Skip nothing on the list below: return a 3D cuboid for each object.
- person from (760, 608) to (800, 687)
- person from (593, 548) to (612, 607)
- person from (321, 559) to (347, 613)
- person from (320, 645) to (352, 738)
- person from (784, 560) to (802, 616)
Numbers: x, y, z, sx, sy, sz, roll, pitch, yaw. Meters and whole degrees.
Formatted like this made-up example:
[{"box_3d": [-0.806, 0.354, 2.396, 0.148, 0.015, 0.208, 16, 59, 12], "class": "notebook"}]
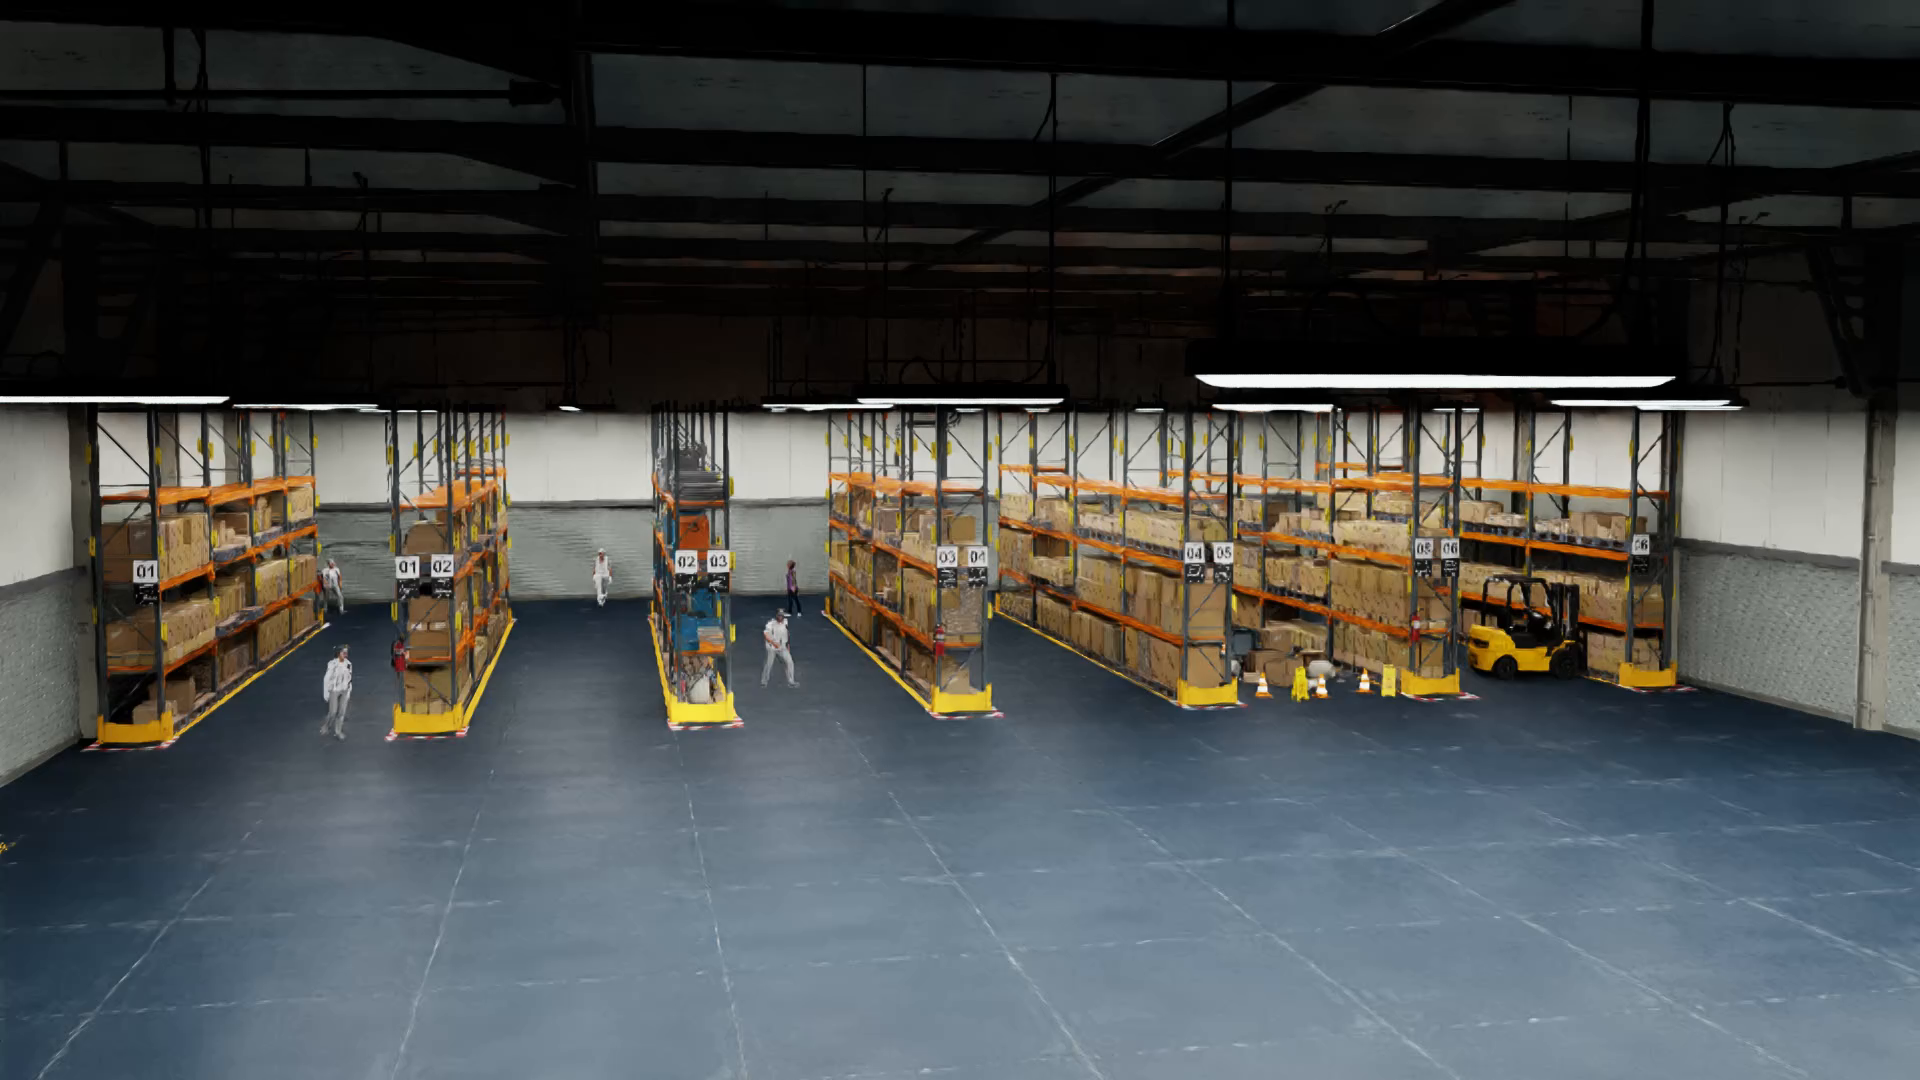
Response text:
[{"box_3d": [-3.821, 2.241, 34.916, 0.706, 1.691, 0.843, -2, 5, -29], "class": "person"}, {"box_3d": [-10.703, 1.104, 49.791, 0.564, 1.736, 1.044, -1, 4, -13], "class": "person"}, {"box_3d": [-18.050, 1.319, 47.813, 0.660, 1.591, 0.811, -3, 5, -30], "class": "person"}, {"box_3d": [-11.049, 2.671, 29.477, 0.515, 1.670, 0.537, 4, 6, 42], "class": "person"}, {"box_3d": [-4.752, 1.367, 47.256, 0.492, 1.593, 0.535, -2, 5, -24], "class": "person"}]
